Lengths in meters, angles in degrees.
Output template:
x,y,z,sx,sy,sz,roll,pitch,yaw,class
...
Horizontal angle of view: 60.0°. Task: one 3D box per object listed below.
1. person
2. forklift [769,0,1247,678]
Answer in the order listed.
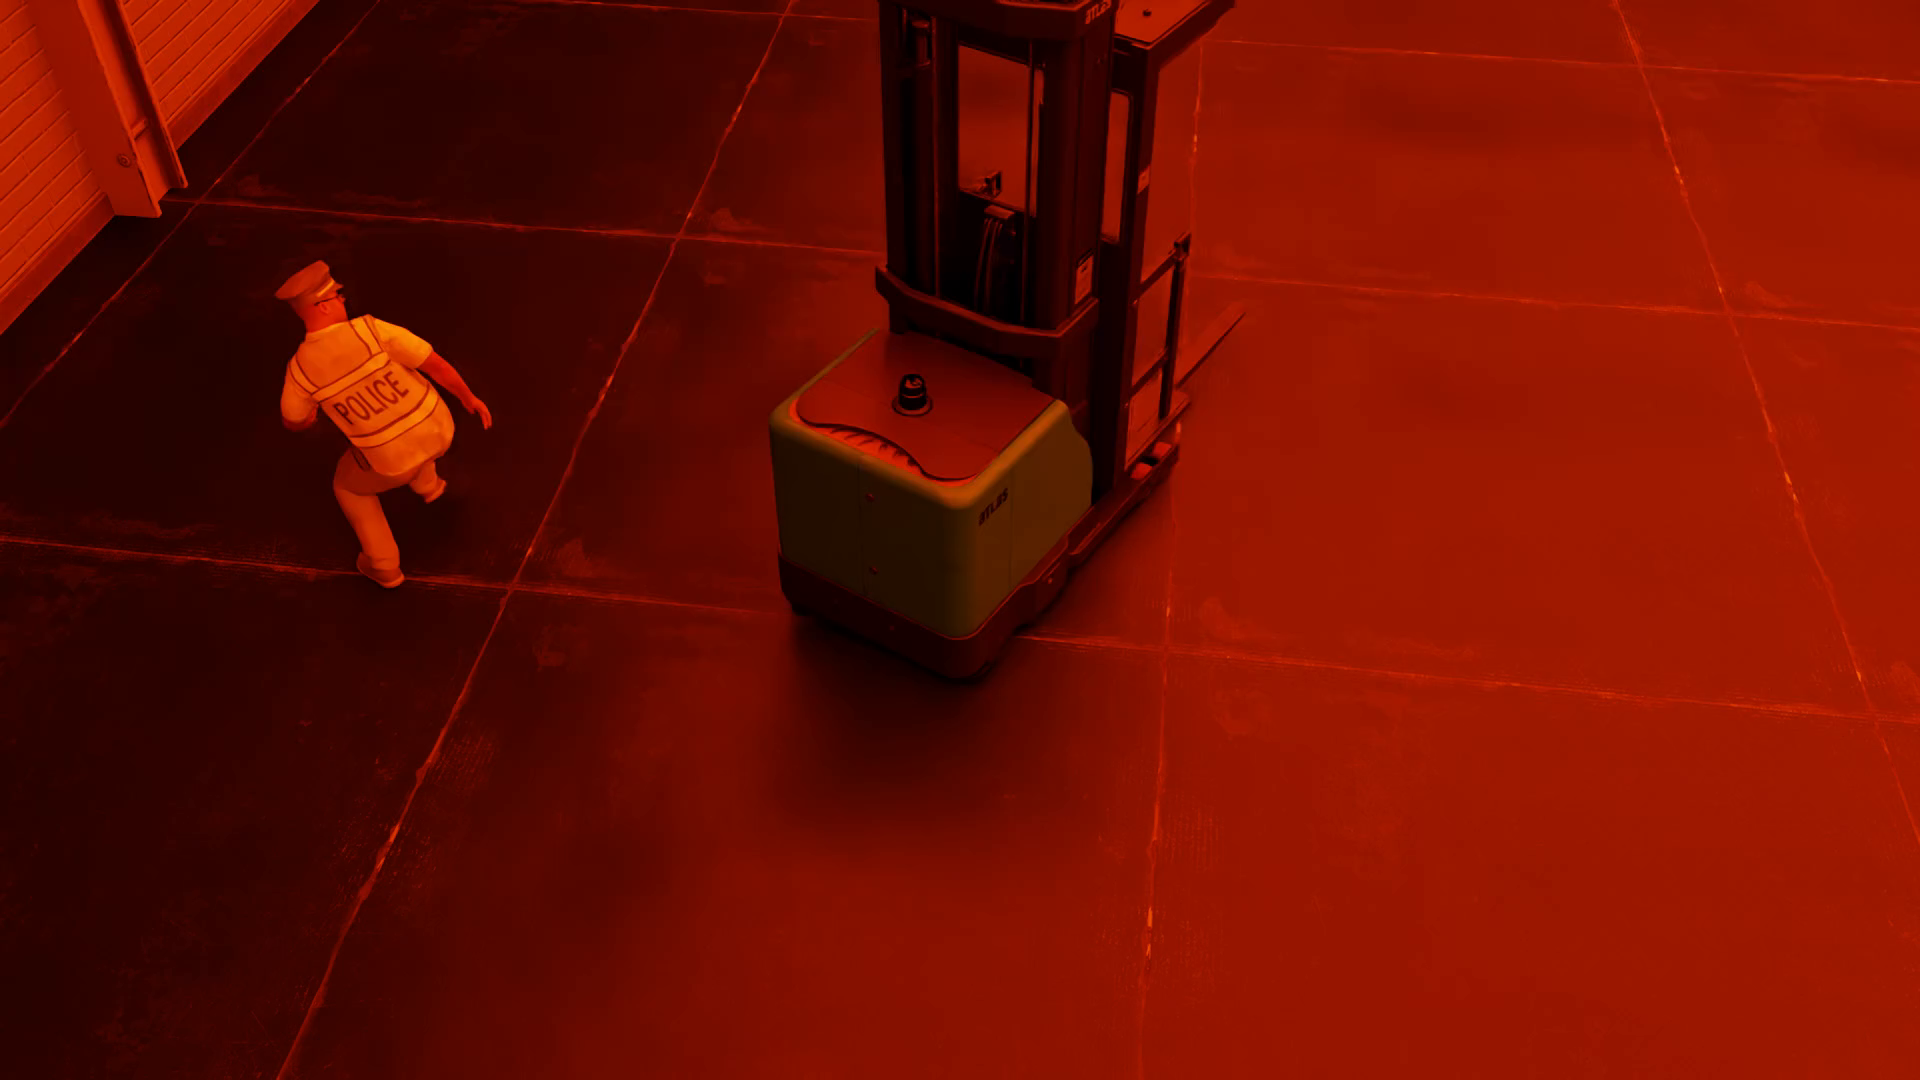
x,y,z,sx,sy,sz,roll,pitch,yaw,class
-2.583,-0.566,7.394,0.780,1.549,0.740,-28,50,-27,person
0.426,-1.453,7.306,1.130,2.935,3.031,24,48,24,forklift
